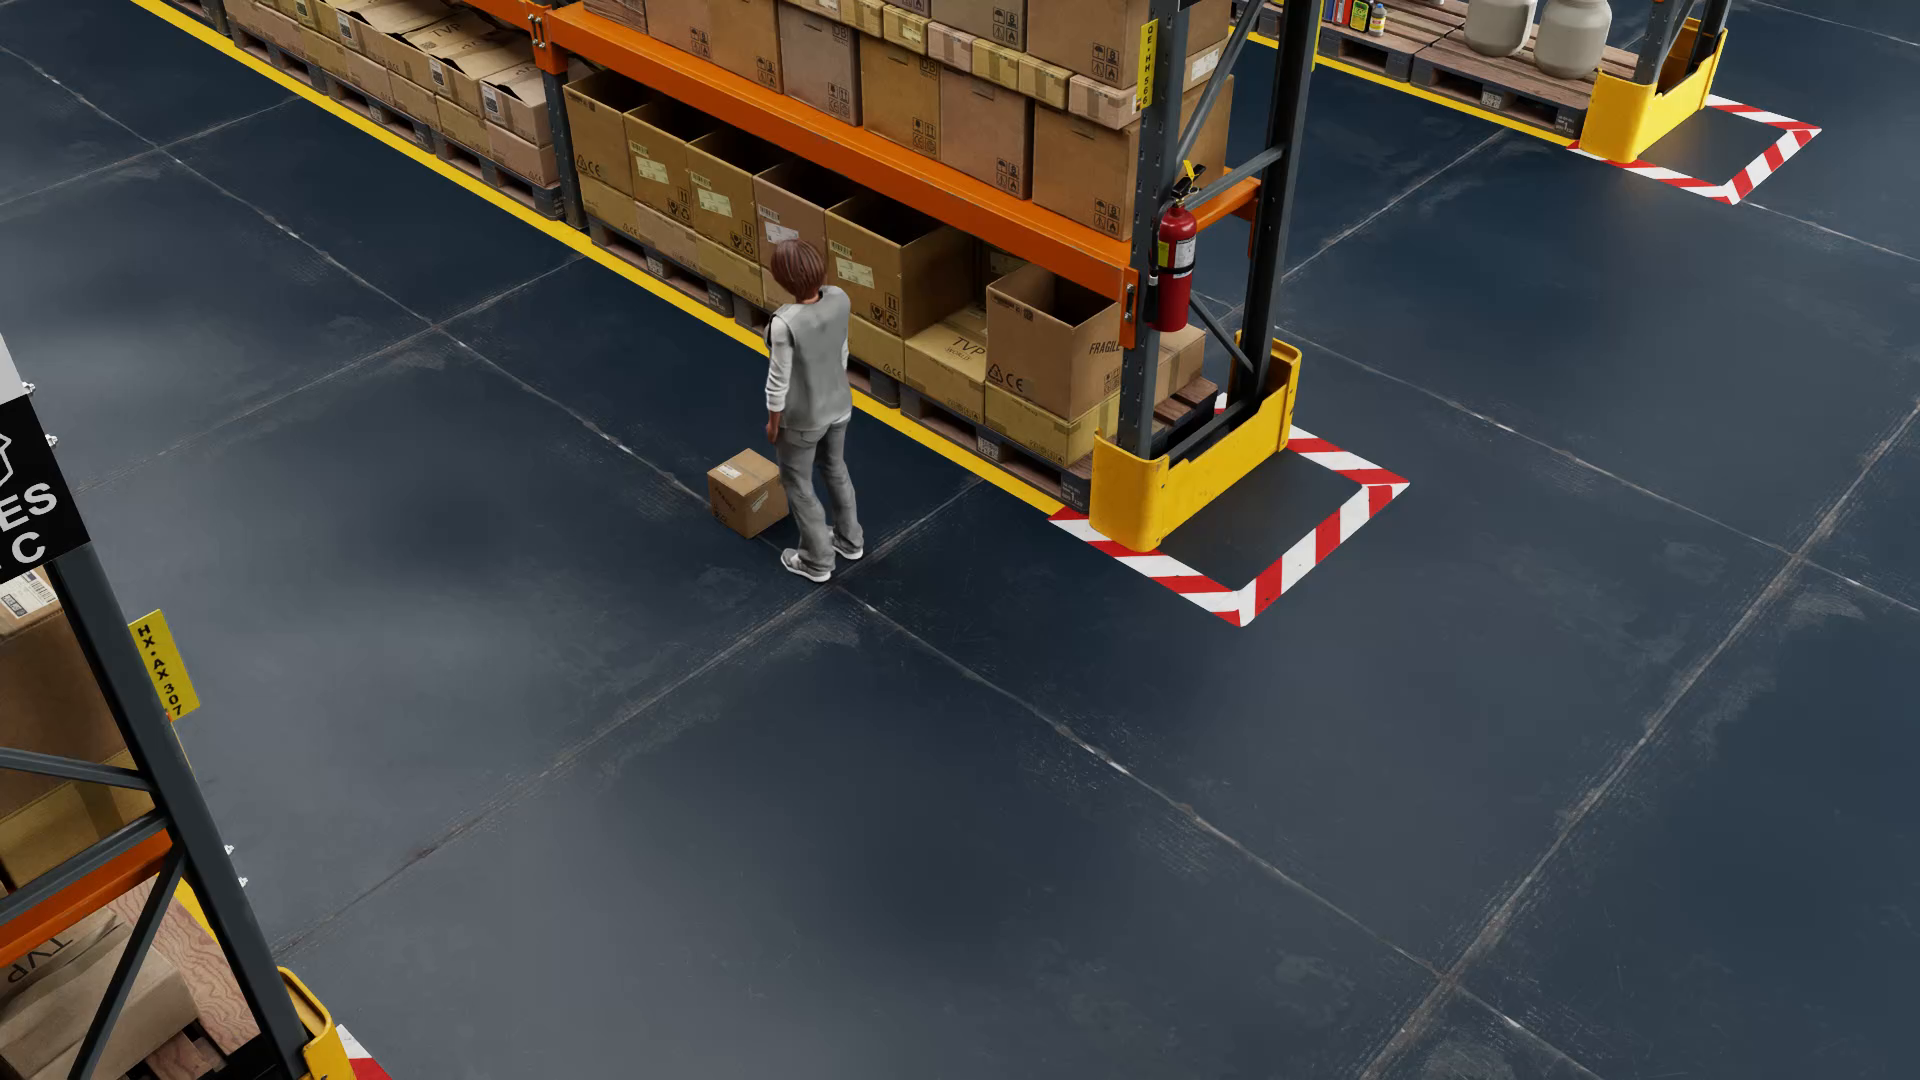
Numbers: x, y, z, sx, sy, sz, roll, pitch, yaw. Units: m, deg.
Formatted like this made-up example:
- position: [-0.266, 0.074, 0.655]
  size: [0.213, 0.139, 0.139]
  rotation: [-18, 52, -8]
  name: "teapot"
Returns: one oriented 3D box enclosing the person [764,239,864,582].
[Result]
- position: [-0.615, -0.509, 6.783]
  size: [0.299, 1.589, 0.407]
  rotation: [31, 49, 32]
  name: "person"
